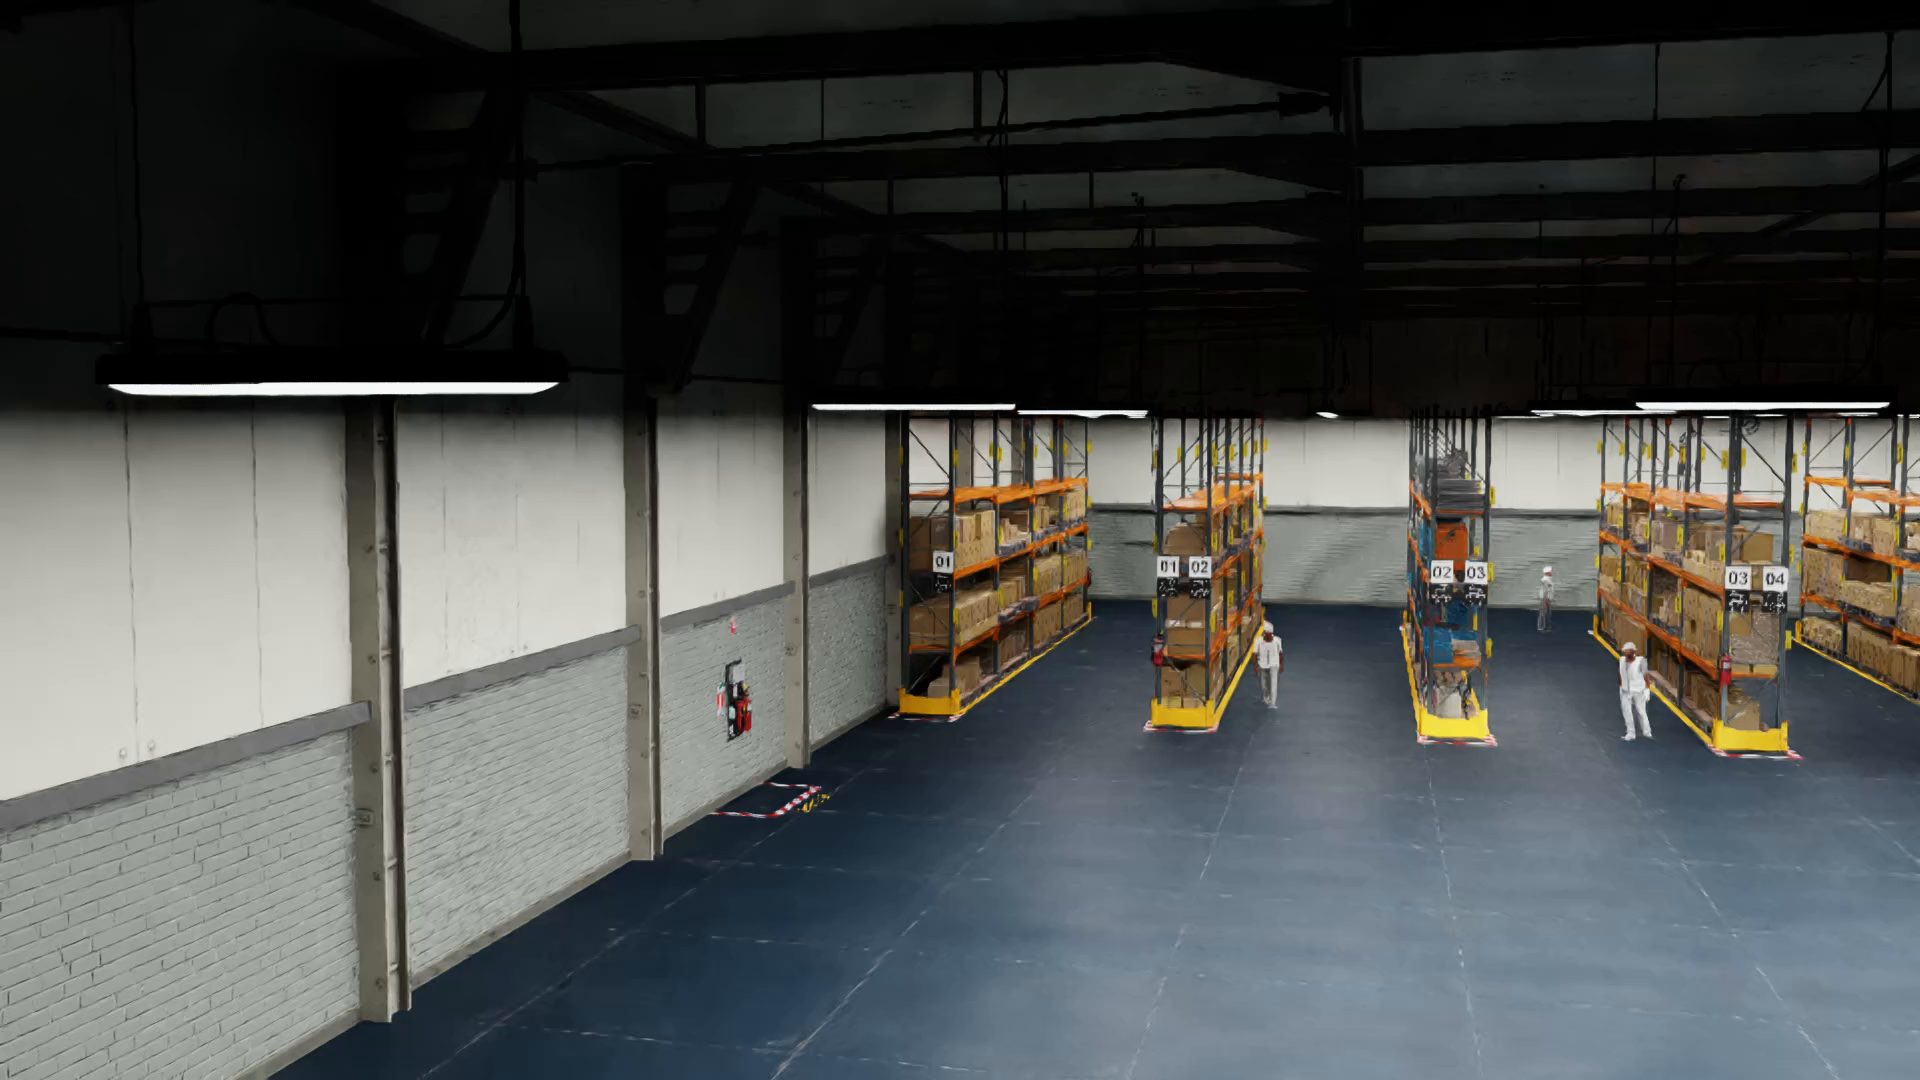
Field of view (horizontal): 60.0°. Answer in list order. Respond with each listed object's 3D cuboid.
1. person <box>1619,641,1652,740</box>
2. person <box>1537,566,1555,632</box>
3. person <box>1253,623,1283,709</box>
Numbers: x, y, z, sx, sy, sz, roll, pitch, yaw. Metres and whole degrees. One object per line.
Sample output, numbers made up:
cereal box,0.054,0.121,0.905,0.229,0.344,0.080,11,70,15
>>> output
person,12.145,2.697,29.908,0.580,1.772,0.599,-3,5,-40
person,15.920,1.593,45.130,0.478,1.771,0.615,1,4,18
person,6.142,2.486,33.197,0.577,1.691,1.121,1,4,16
